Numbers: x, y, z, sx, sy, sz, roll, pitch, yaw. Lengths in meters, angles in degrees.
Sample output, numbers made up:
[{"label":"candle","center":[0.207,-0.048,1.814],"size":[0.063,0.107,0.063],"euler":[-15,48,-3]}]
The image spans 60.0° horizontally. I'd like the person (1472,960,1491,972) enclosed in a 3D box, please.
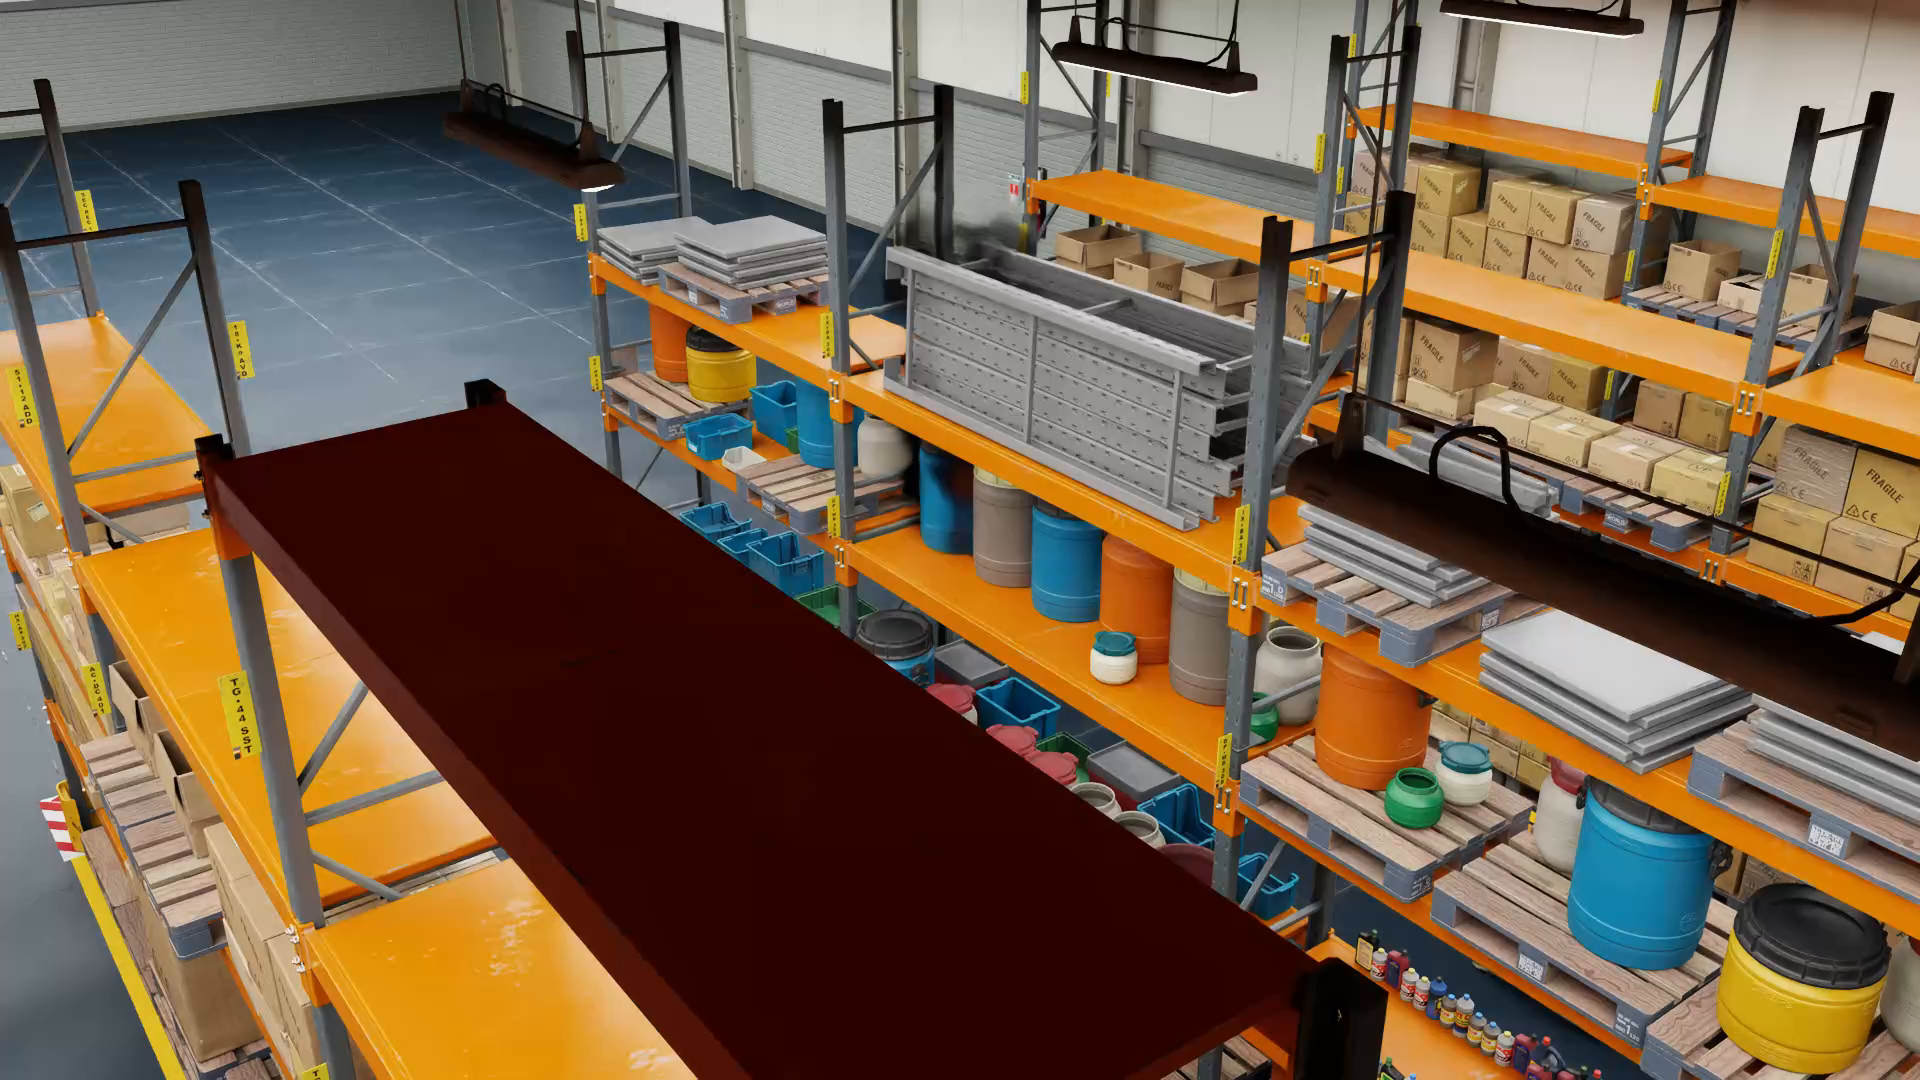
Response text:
[{"label":"person","center":[4.082,2.467,11.498],"size":[0.703,1.805,1.040],"euler":[-22,33,-39]}]
